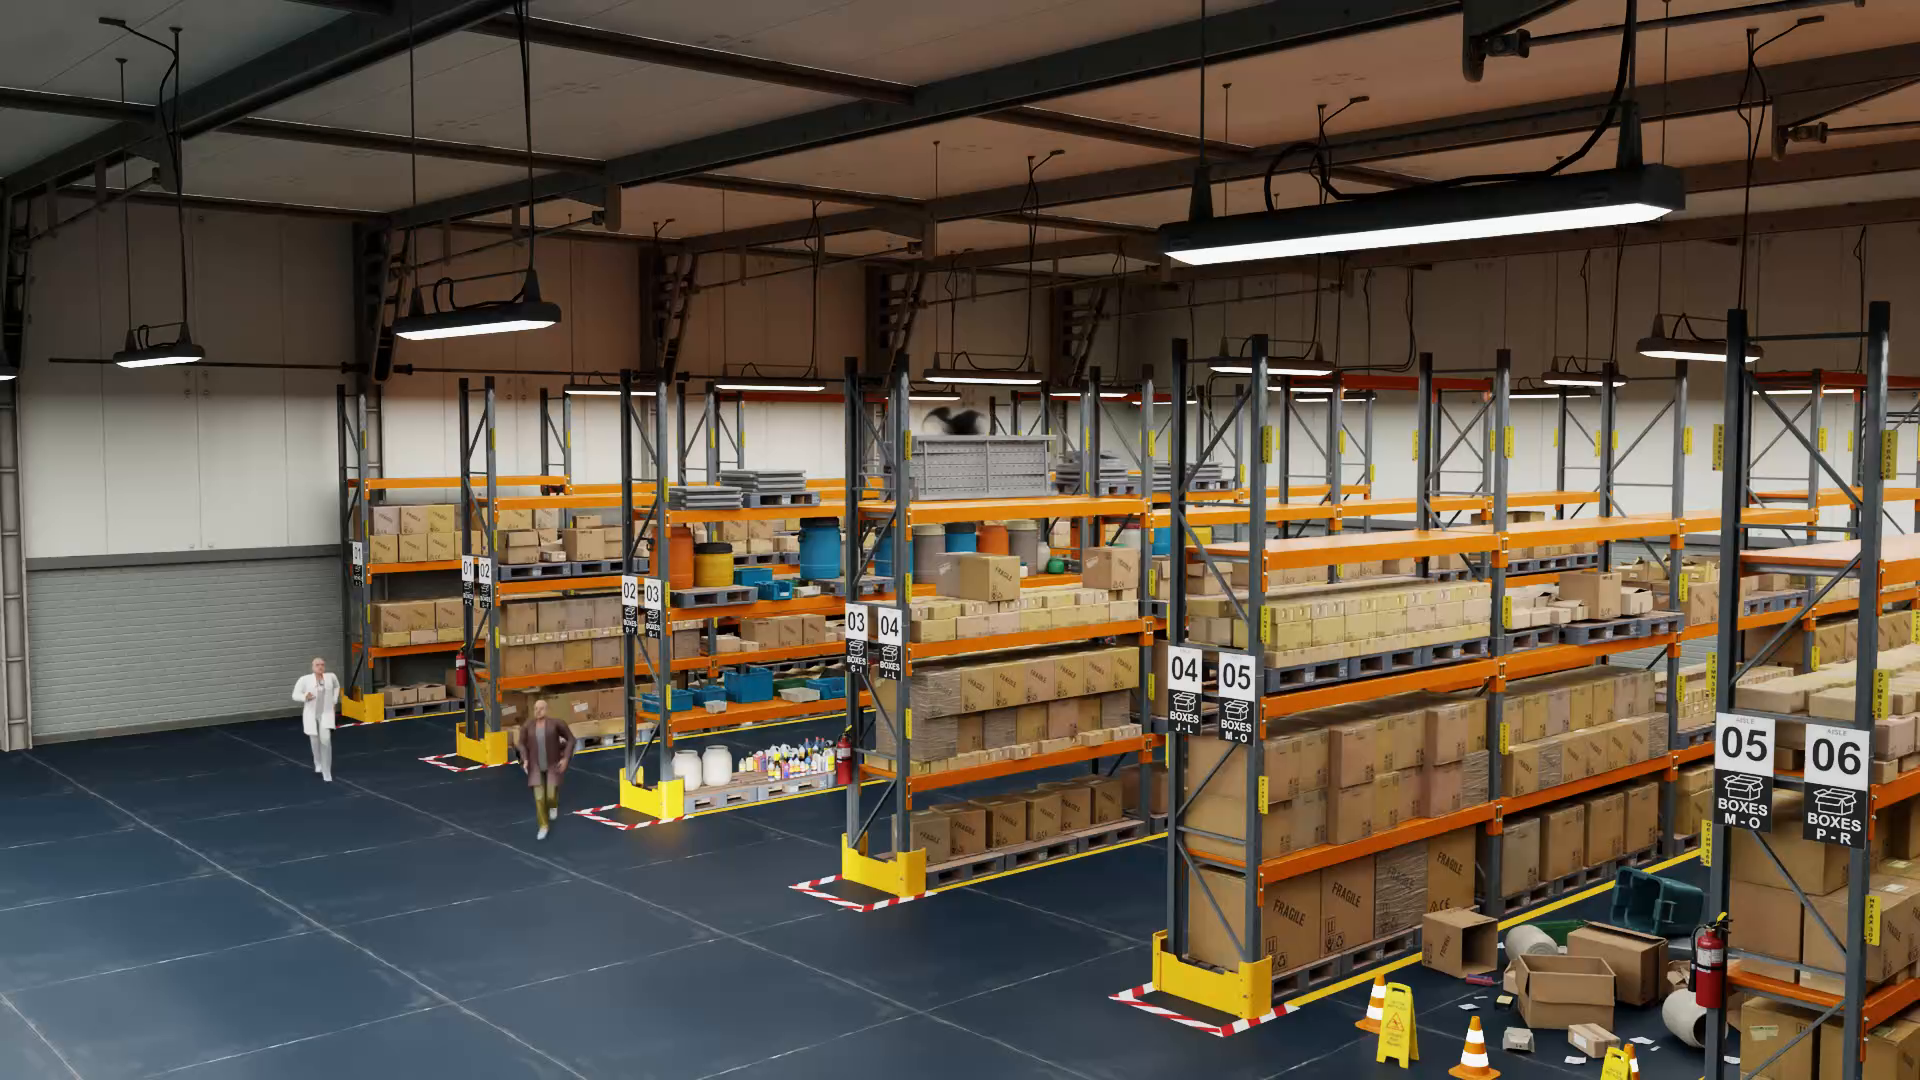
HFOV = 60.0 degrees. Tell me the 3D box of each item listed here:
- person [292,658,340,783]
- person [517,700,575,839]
[{"bbox_3d":[-9.559,2.667,24.720,0.668,1.855,0.862,-2,4,-23],"label":"person"},{"bbox_3d":[-5.298,2.907,21.305,0.725,1.762,0.708,0,4,-2],"label":"person"}]
